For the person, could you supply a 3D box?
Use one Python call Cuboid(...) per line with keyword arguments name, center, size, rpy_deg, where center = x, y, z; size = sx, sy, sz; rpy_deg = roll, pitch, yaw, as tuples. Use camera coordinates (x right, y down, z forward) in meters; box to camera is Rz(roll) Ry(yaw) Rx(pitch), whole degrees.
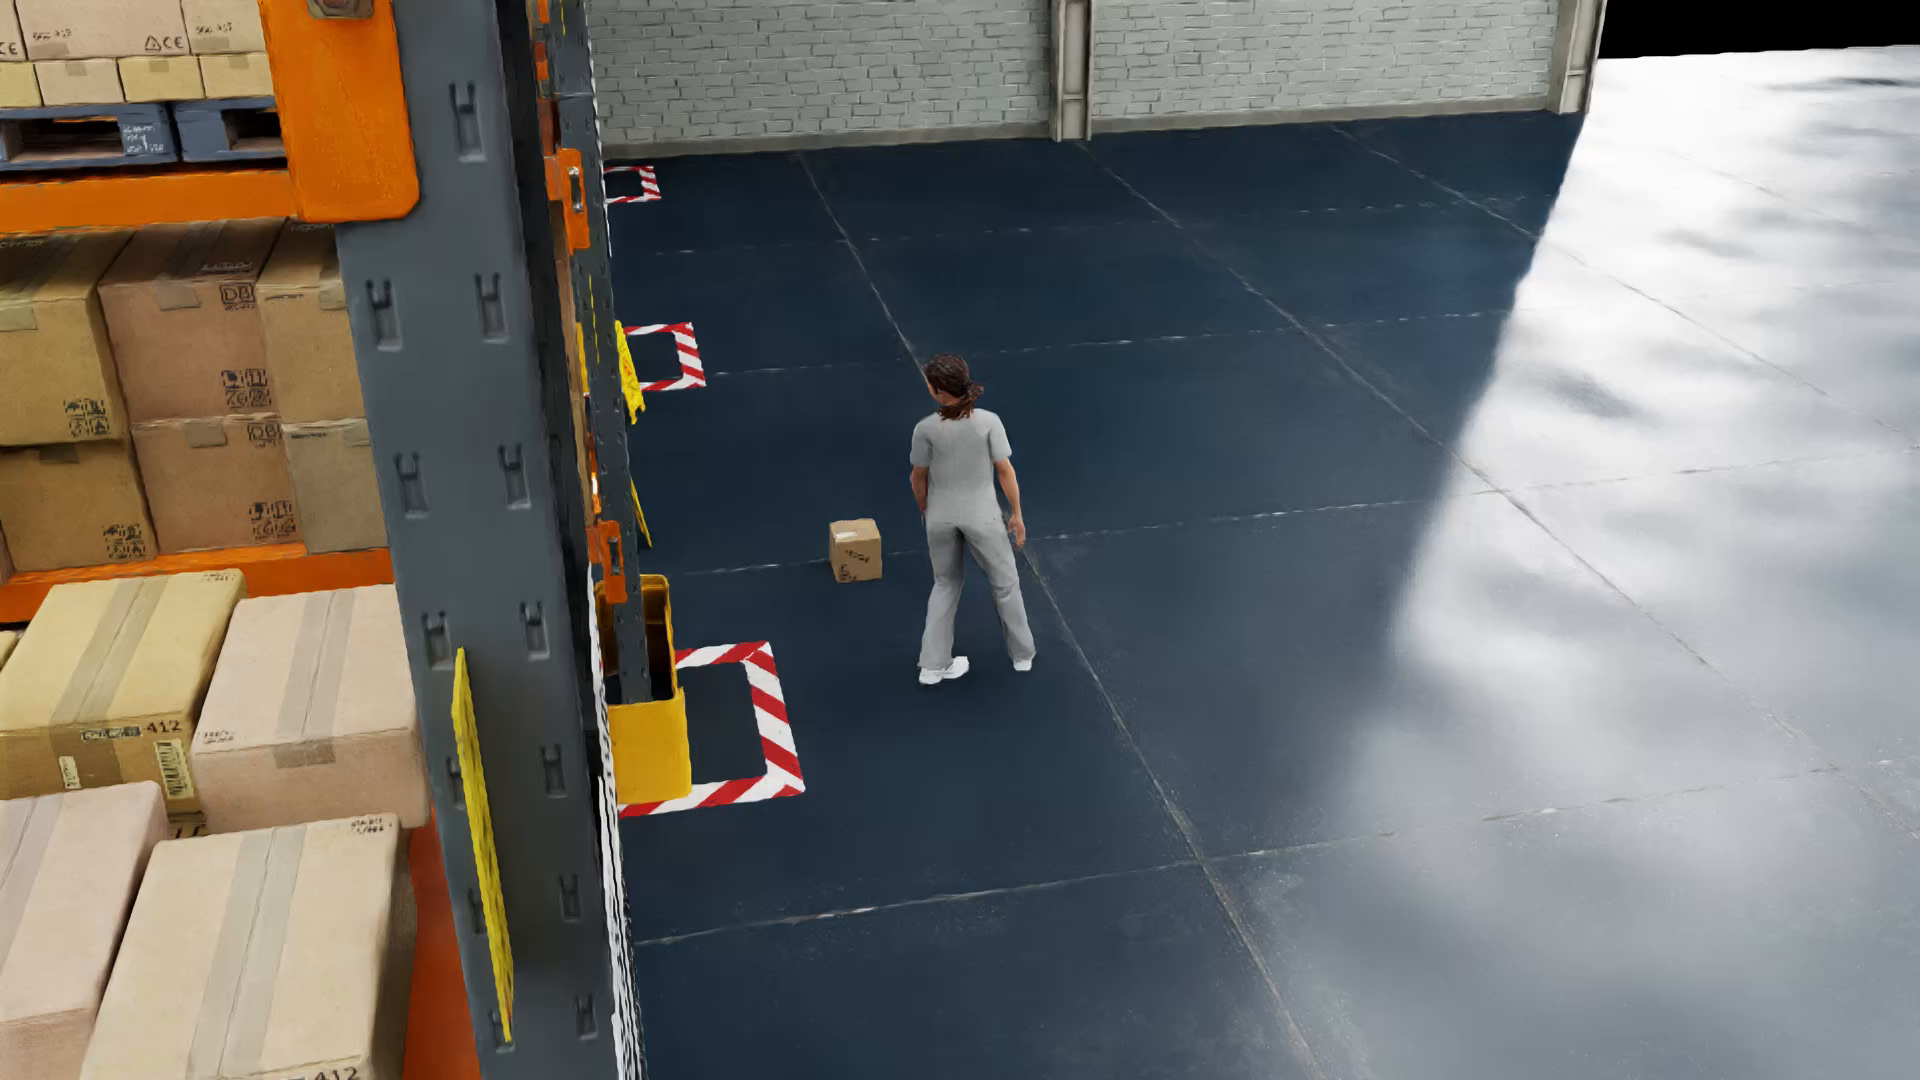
Cuboid(name="person", center=(0.075, -0.109, 7.857), size=(0.595, 1.656, 0.519), rpy_deg=(4, 27, 8))
